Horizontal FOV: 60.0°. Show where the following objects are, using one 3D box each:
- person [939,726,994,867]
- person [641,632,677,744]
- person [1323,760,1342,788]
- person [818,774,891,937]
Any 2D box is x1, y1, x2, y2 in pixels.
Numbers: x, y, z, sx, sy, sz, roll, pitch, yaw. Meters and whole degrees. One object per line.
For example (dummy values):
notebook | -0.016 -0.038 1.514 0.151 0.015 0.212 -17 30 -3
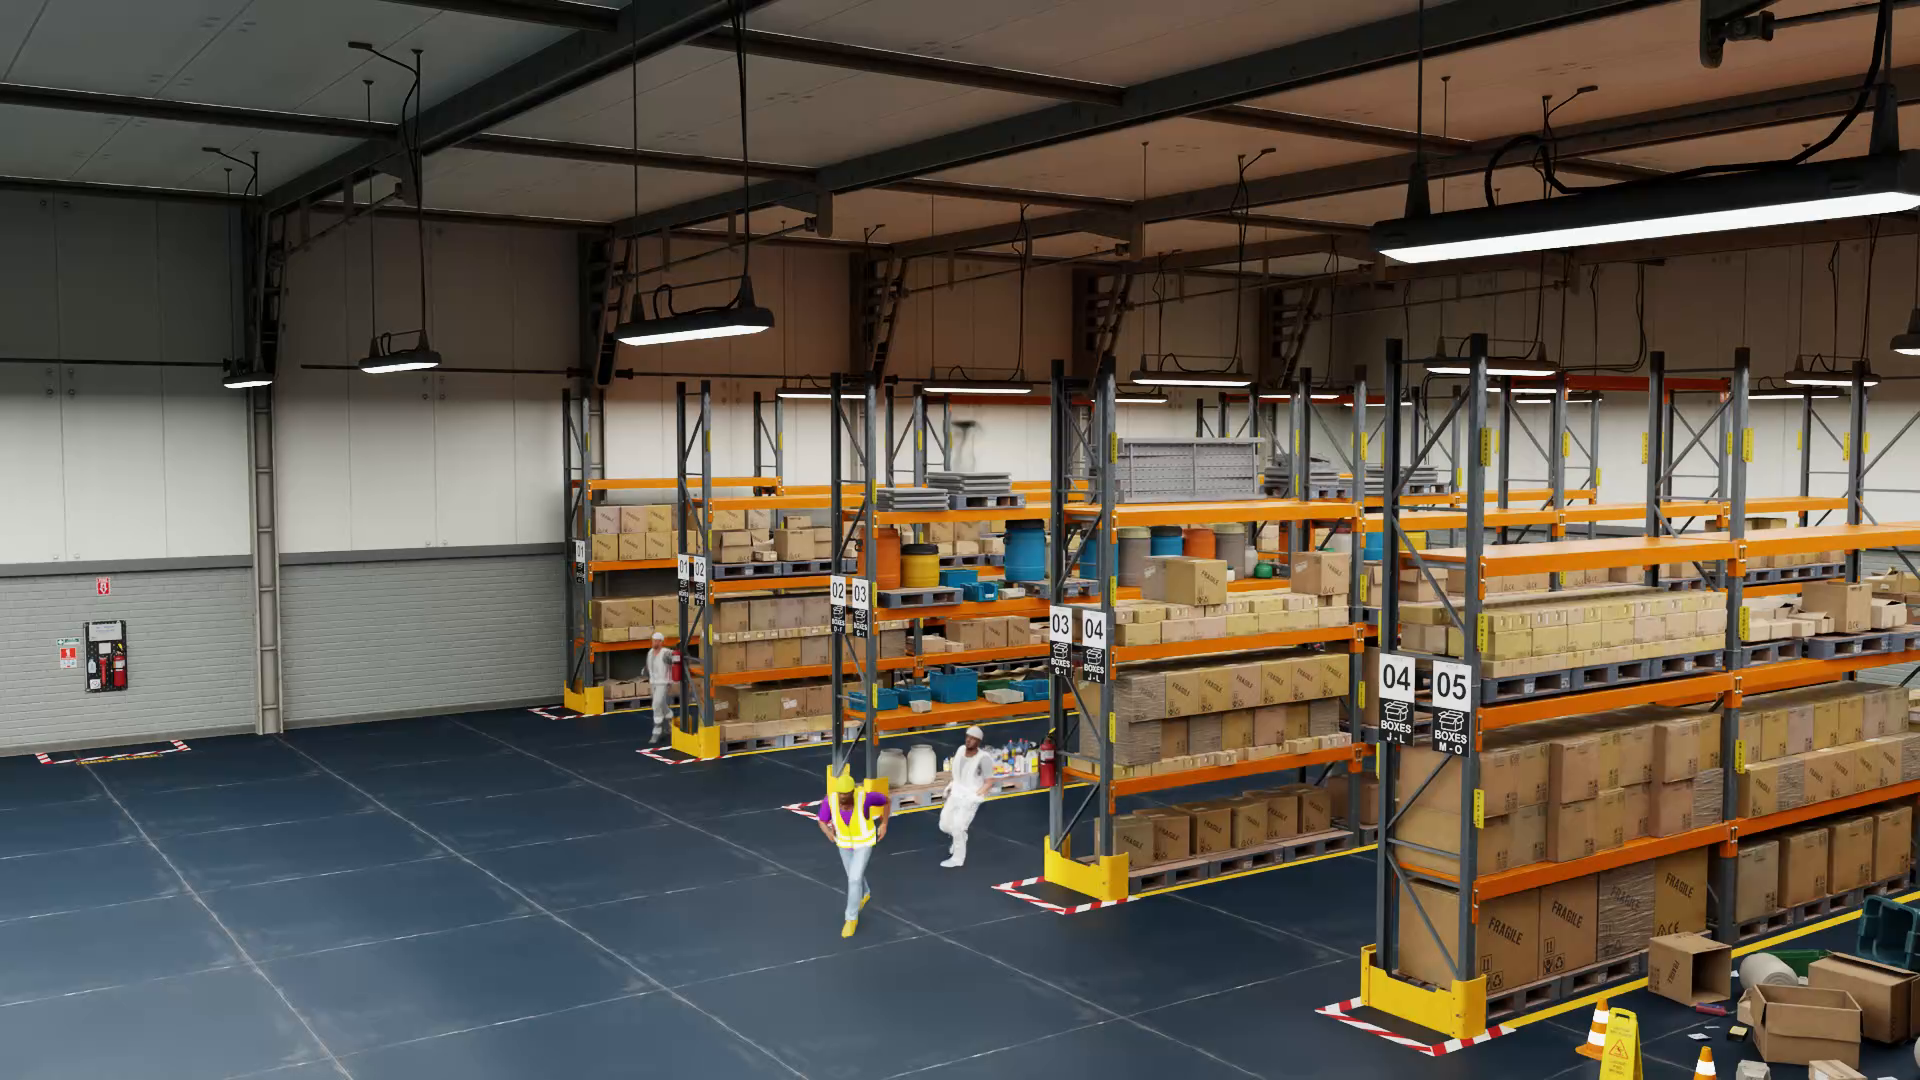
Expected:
person | 0.056 3.049 19.657 0.734 1.707 0.534 3 5 40
person | -5.023 2.473 28.029 0.693 1.855 0.813 3 5 39
person | 5.167 2.777 23.086 0.917 1.809 0.655 -4 5 -44
person | -1.087 3.238 17.414 0.747 1.717 1.044 1 4 11
